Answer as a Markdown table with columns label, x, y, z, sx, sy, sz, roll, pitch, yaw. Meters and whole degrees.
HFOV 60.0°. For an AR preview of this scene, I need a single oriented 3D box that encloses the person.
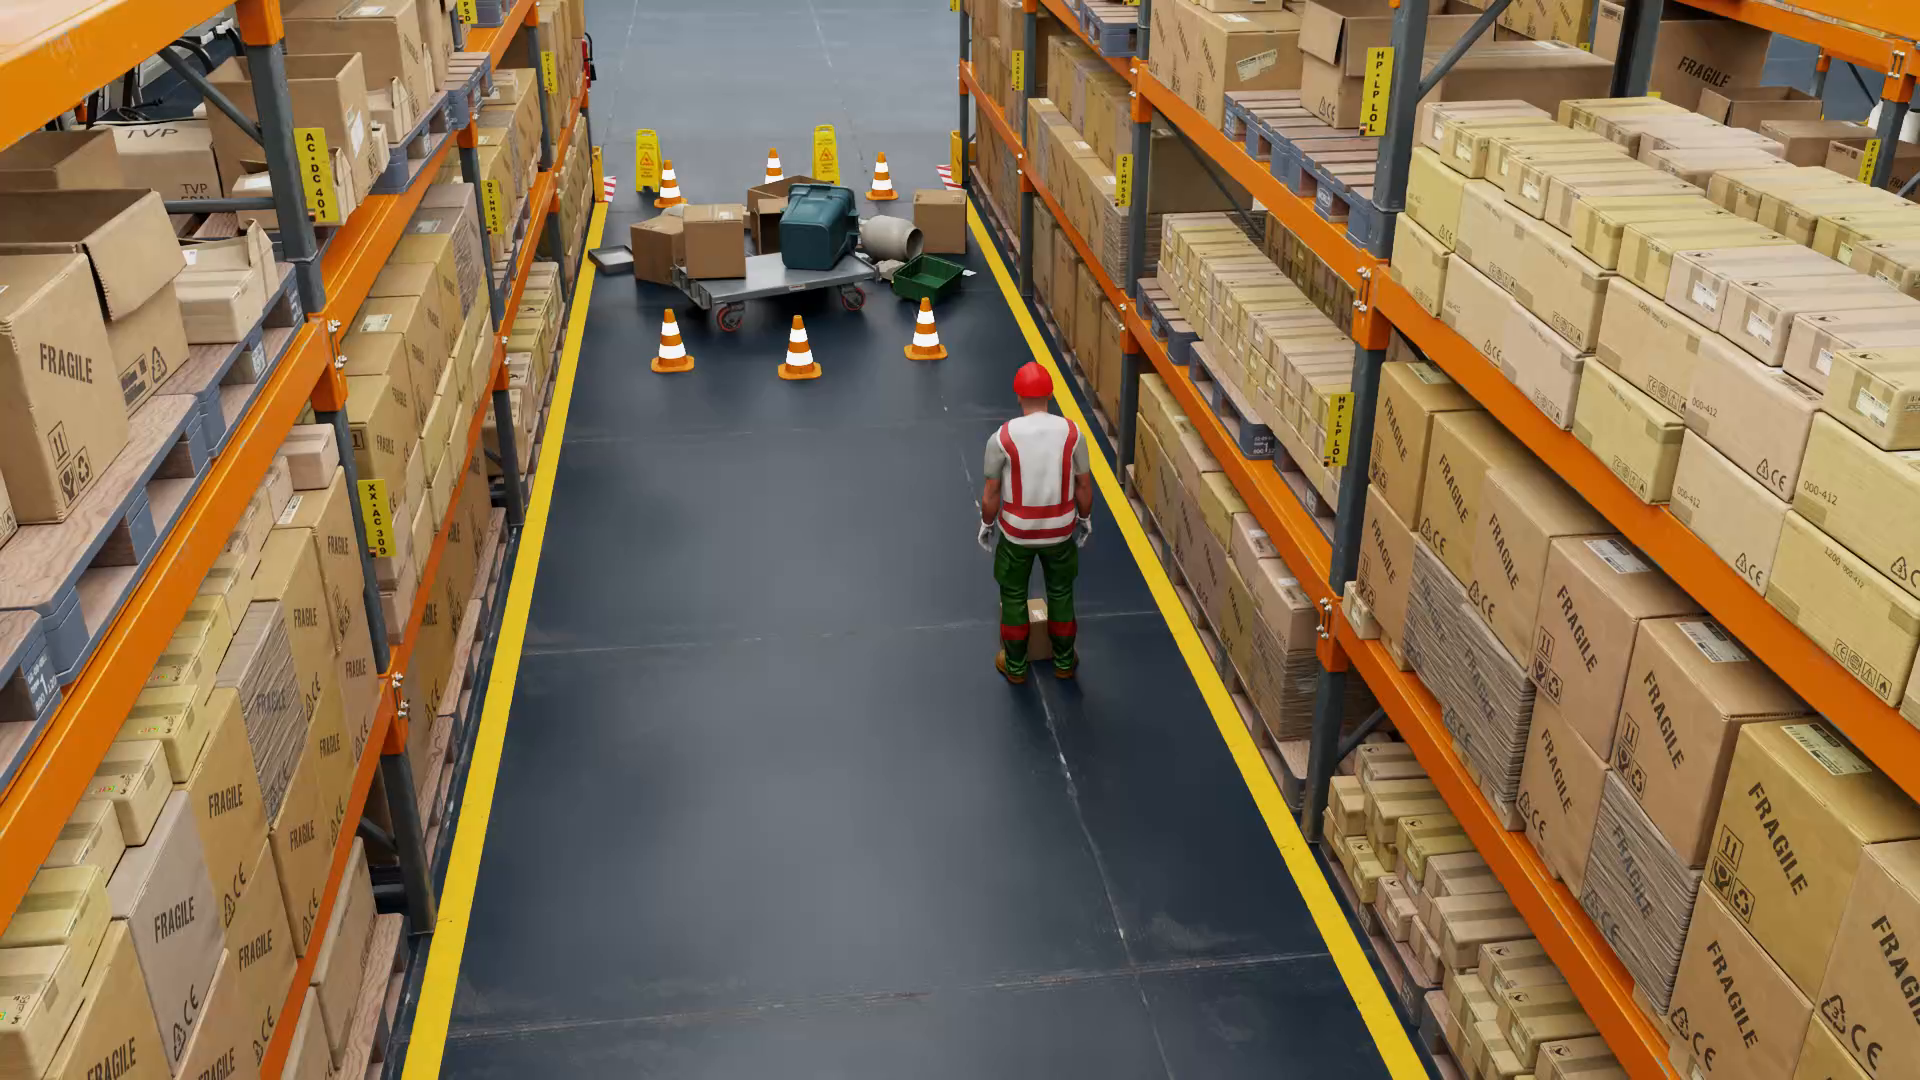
| label | x | y | z | sx | sy | sz | roll | pitch | yaw |
| --- | --- | --- | --- | --- | --- | --- | --- | --- | --- |
| person | 0.400 | -0.070 | 8.740 | 0.610 | 1.777 | 0.448 | -3 | 27 | -6 |
